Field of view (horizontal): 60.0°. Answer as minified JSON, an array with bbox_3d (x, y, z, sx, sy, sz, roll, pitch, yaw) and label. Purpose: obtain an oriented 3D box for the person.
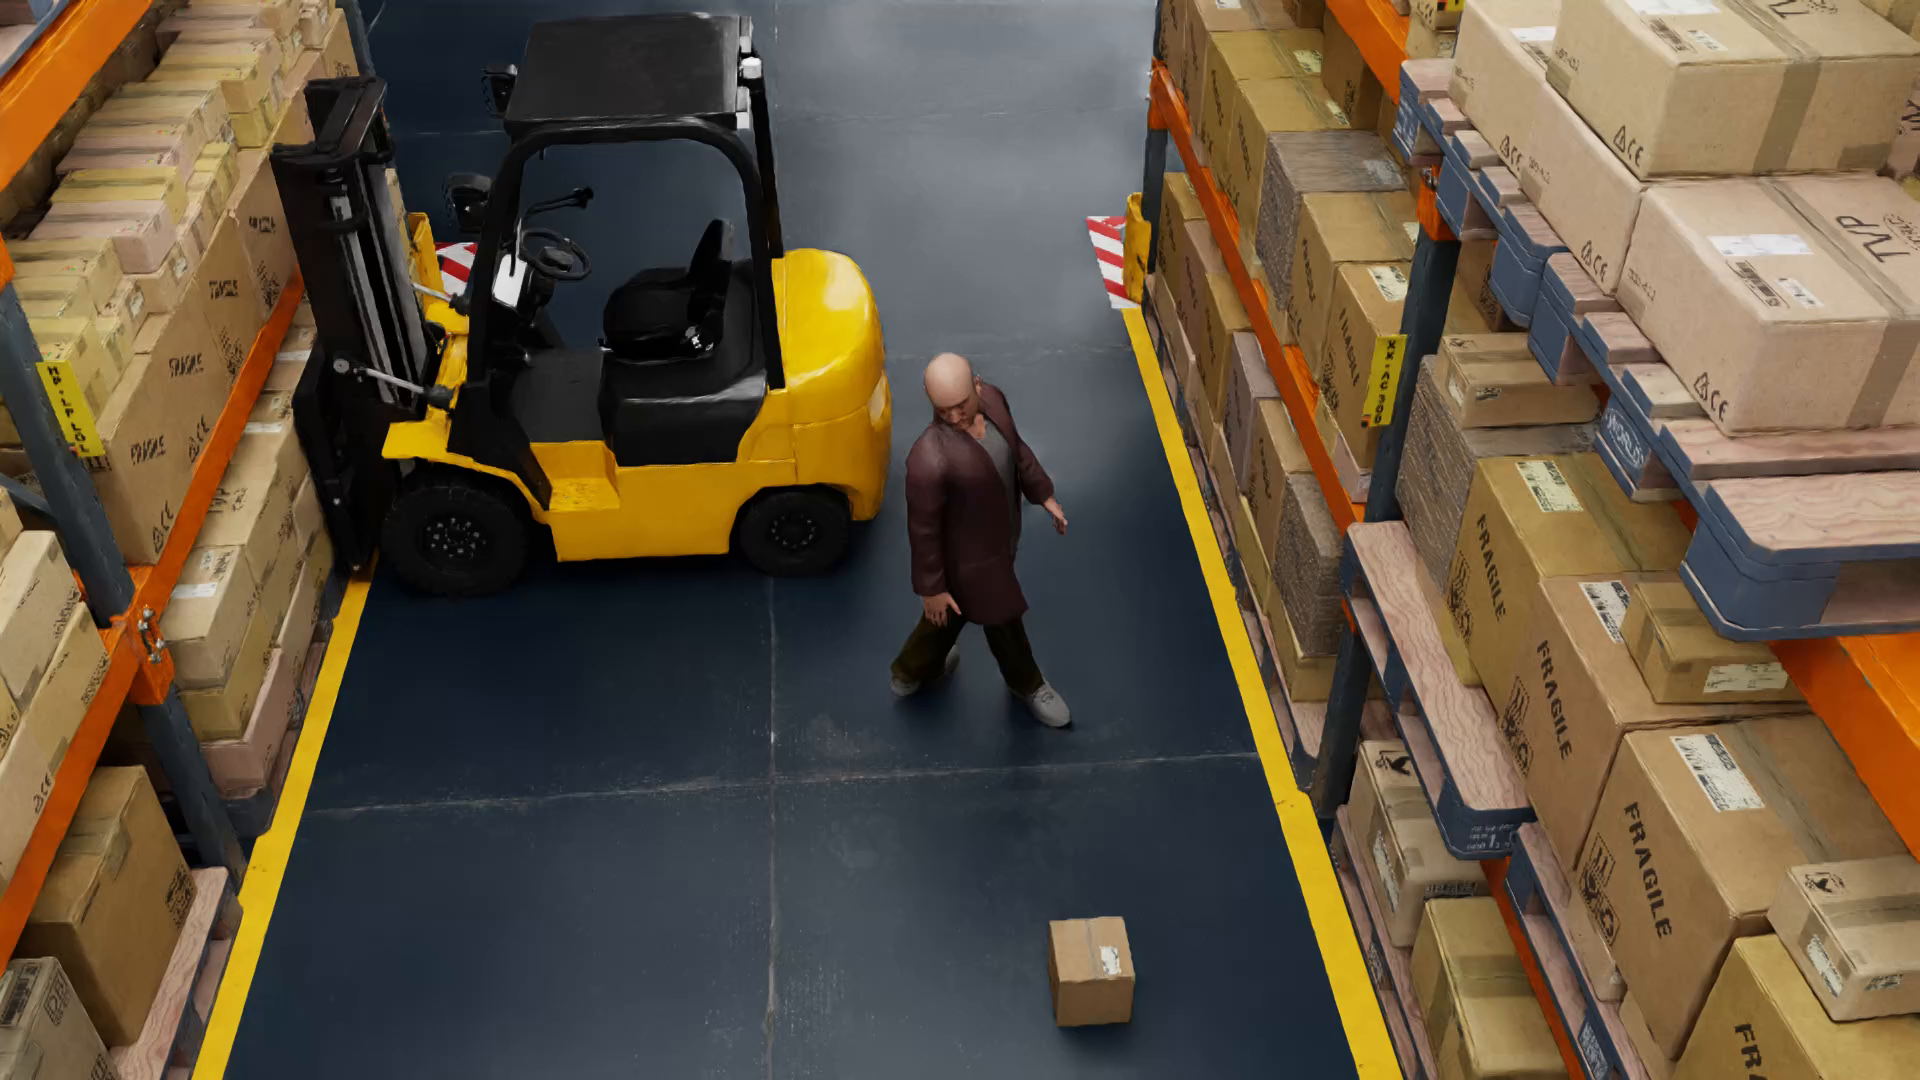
[{"bbox_3d":[0.076,0.018,6.165,0.746,1.740,0.613,9,40,11],"label":"person"}]
